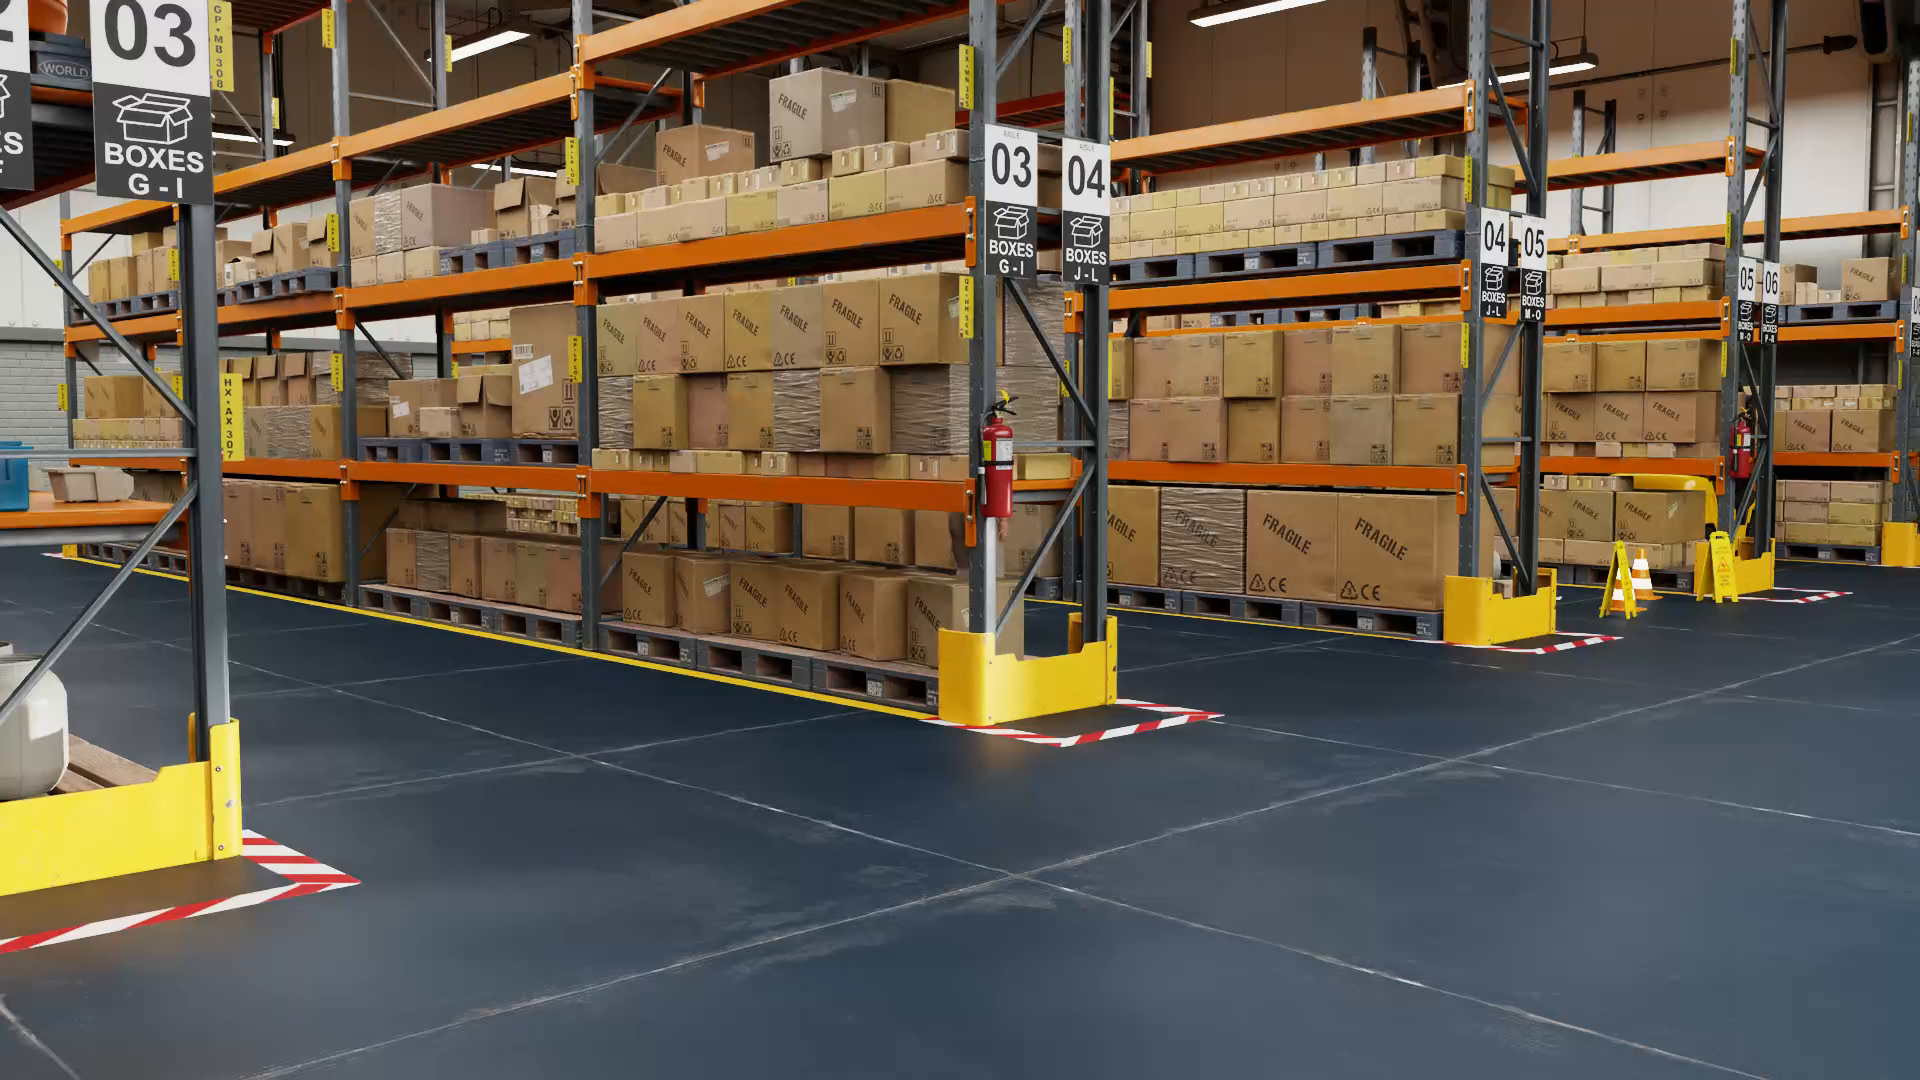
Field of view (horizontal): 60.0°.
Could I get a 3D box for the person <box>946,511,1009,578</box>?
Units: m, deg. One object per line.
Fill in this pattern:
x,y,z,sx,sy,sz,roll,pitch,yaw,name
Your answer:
0.119,-0.173,12.914,0.588,1.655,0.371,4,5,43,person
